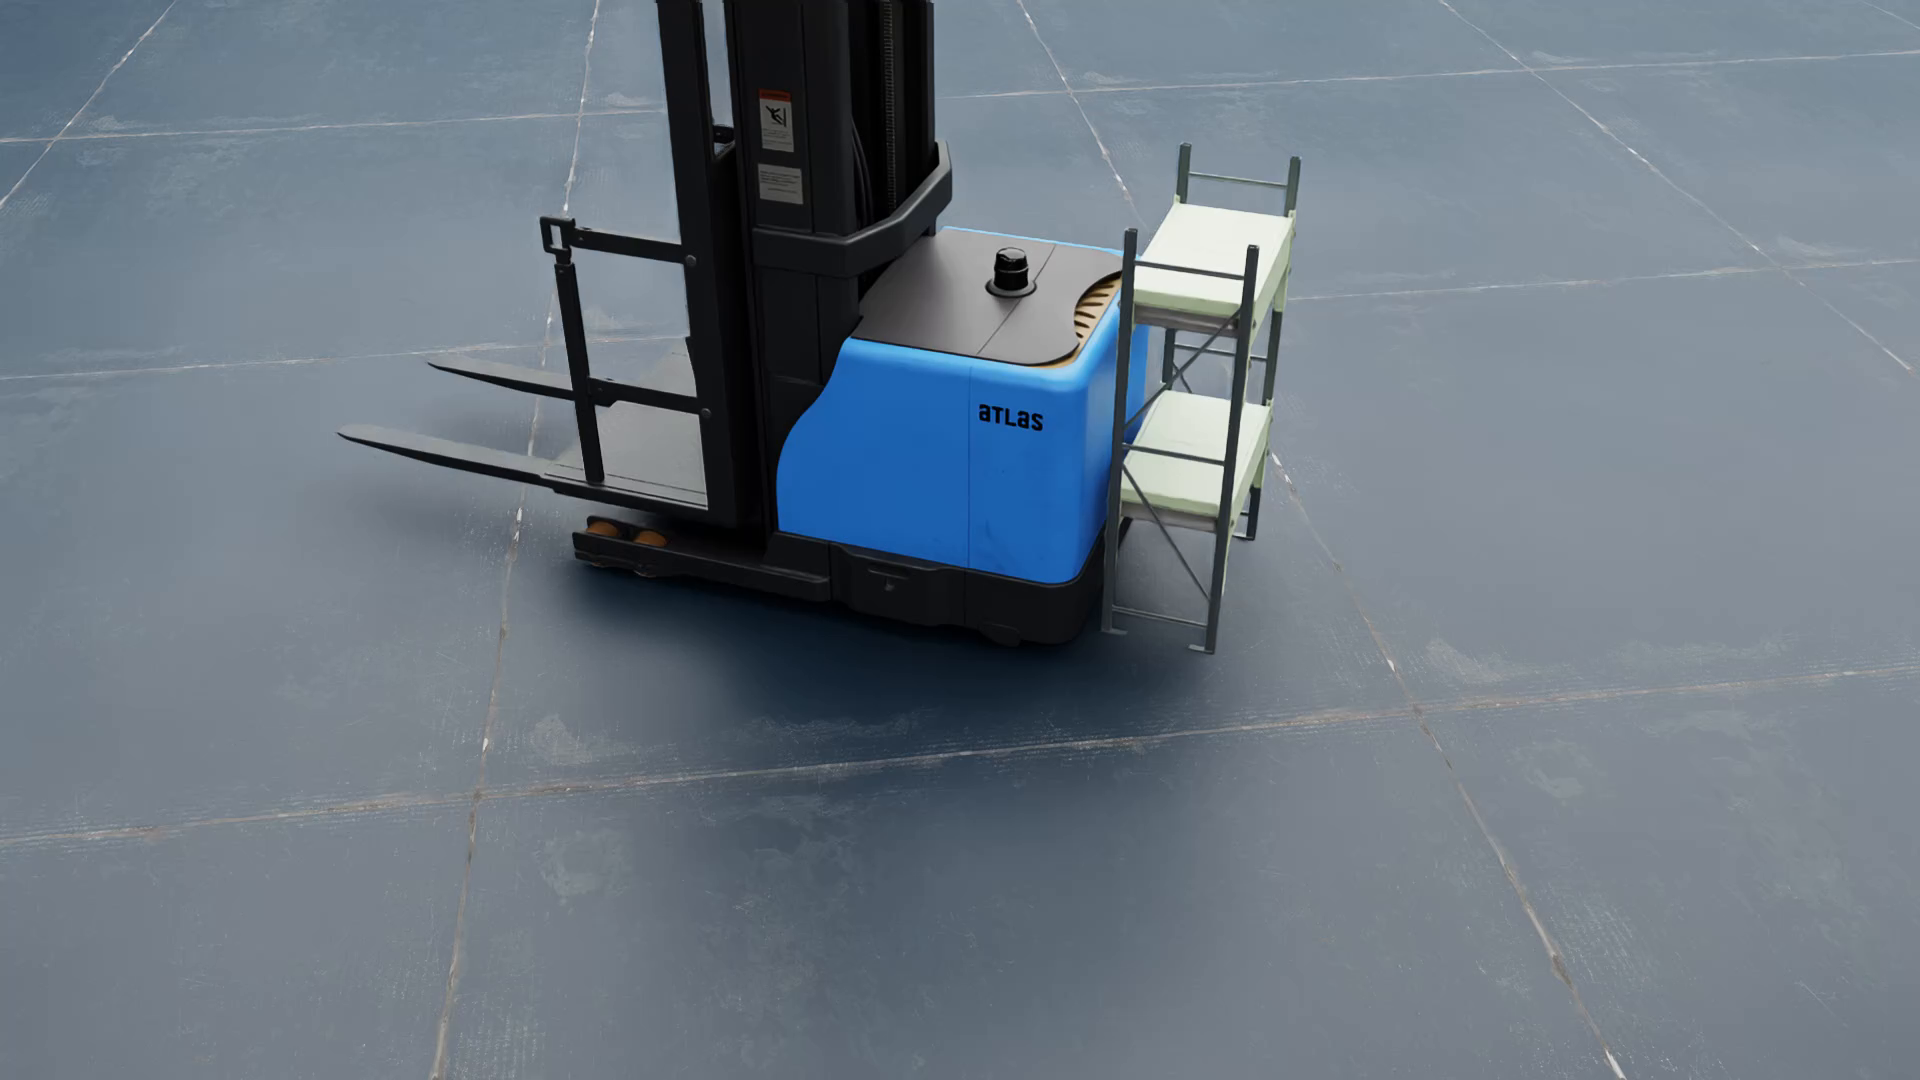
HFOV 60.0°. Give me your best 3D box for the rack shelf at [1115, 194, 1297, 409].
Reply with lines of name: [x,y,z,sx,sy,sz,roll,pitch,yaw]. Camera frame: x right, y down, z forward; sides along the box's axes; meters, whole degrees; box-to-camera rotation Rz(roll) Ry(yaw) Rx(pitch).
rack shelf: [0.802,-0.787,5.379,0.431,0.370,0.720,11,36,16]

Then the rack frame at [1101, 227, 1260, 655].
rack frame: [0.682,-0.269,5.313,0.400,1.500,0.023,11,36,16]

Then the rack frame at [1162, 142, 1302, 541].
rack frame: [0.921,-0.659,5.885,0.400,1.500,0.023,11,36,16]

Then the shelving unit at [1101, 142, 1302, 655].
shelving unit: [0.802,-0.464,5.599,0.431,1.500,0.755,11,36,16]

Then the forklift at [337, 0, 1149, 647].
forklift: [-0.886,-1.342,5.617,3.031,2.935,1.130,11,36,16]

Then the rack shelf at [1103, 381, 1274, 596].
rack shelf: [0.802,-0.195,5.783,0.431,0.370,0.720,11,36,16]
